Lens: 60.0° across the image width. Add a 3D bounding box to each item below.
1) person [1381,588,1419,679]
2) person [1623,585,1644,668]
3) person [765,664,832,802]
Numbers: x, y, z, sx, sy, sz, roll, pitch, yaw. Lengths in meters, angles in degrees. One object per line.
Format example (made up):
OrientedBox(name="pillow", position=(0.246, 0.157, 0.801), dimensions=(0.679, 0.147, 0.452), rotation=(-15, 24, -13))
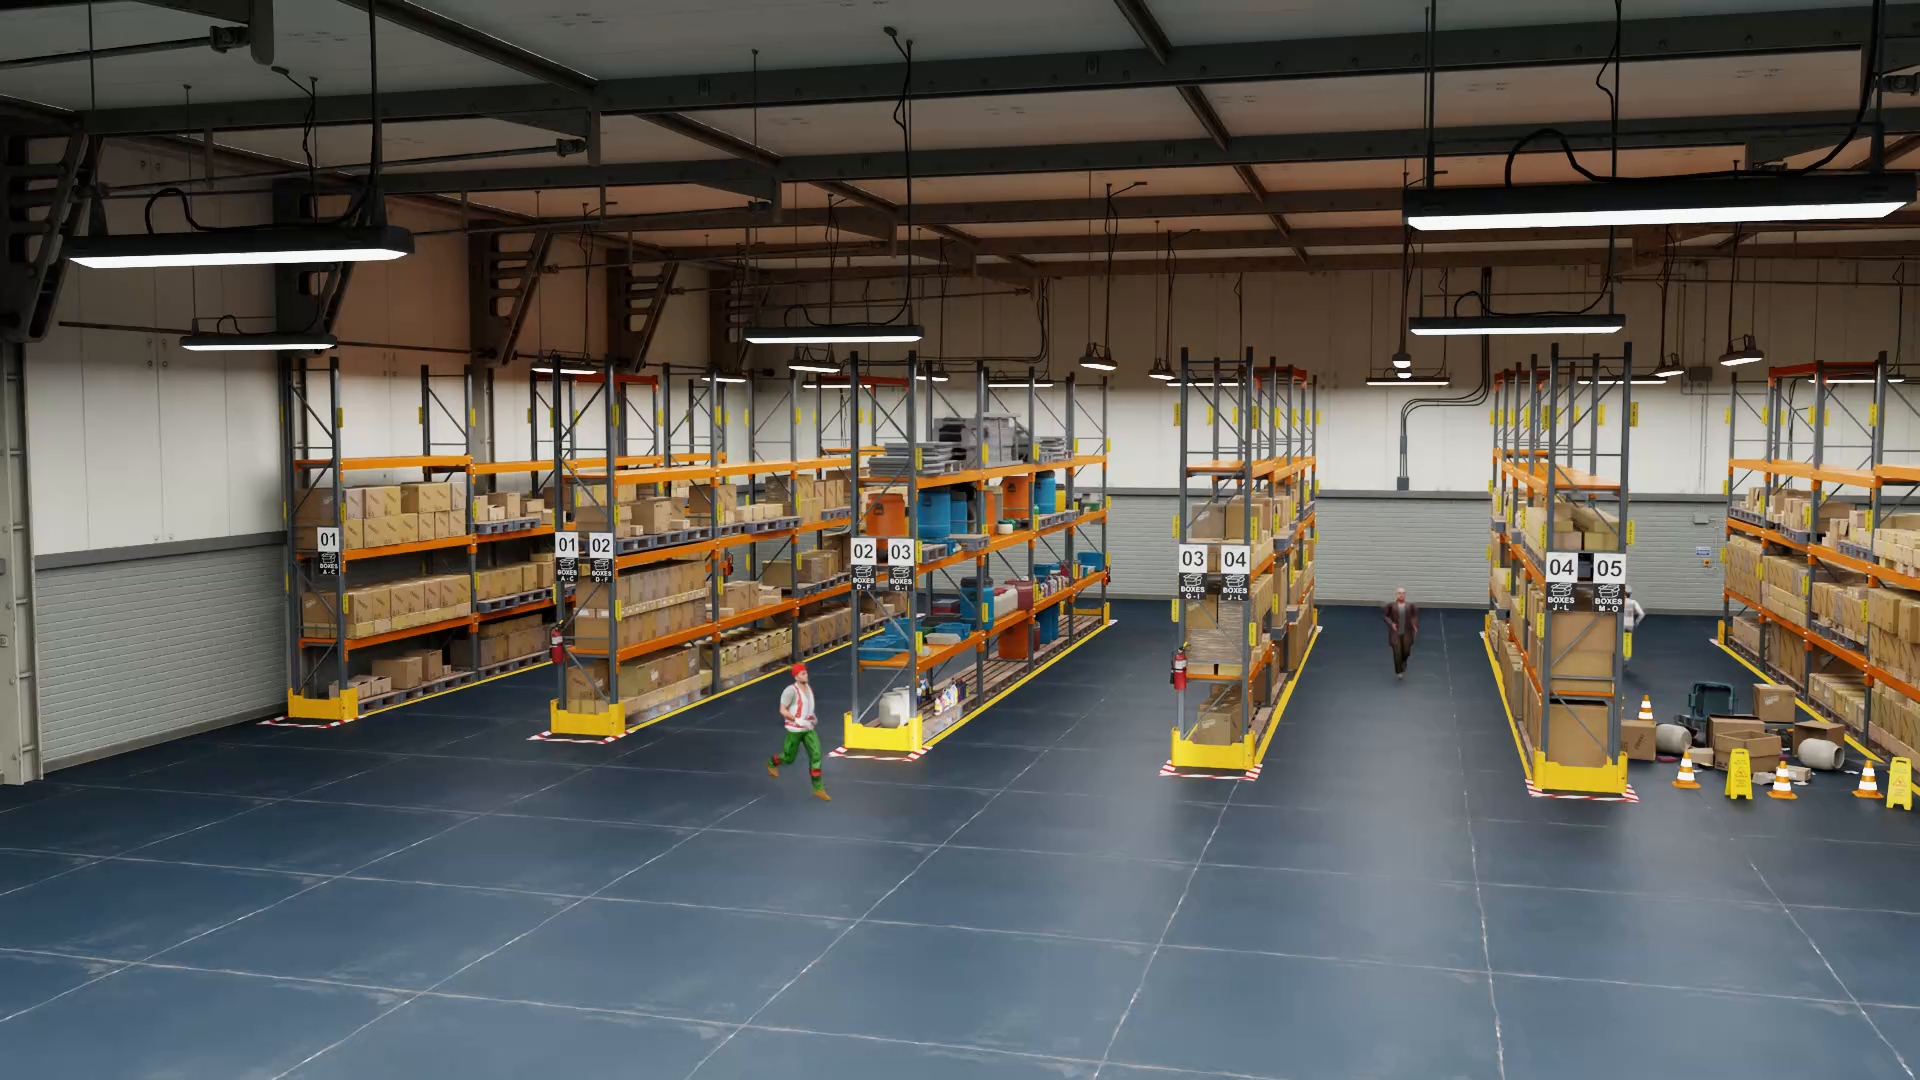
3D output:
OrientedBox(name="person", position=(8.483, 1.816, 32.032), dimensions=(0.711, 1.691, 0.636), rotation=(1, 4, 8))
OrientedBox(name="person", position=(13.150, 1.730, 32.891), dimensions=(0.618, 1.673, 0.927), rotation=(0, 4, 4))
OrientedBox(name="person", position=(-2.151, 2.517, 21.994), dimensions=(1.143, 1.776, 0.626), rotation=(4, 6, 43))
